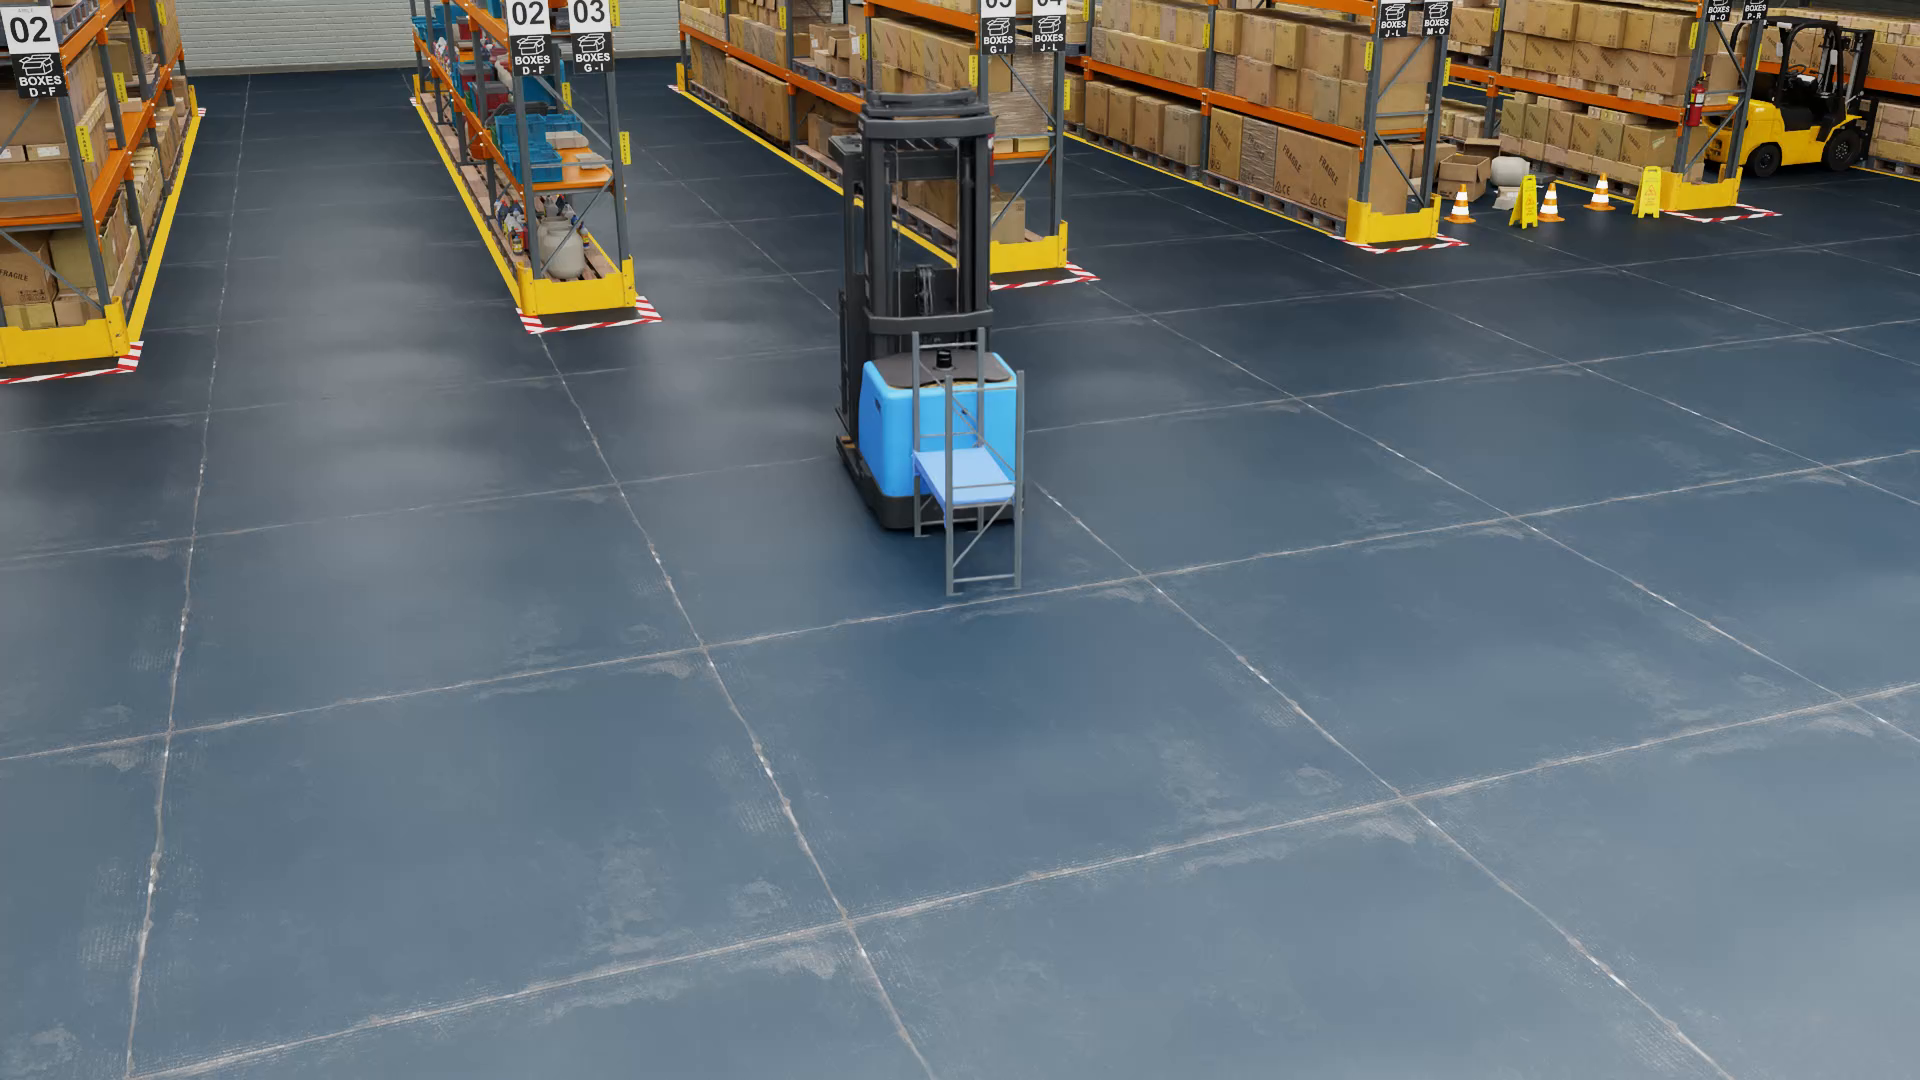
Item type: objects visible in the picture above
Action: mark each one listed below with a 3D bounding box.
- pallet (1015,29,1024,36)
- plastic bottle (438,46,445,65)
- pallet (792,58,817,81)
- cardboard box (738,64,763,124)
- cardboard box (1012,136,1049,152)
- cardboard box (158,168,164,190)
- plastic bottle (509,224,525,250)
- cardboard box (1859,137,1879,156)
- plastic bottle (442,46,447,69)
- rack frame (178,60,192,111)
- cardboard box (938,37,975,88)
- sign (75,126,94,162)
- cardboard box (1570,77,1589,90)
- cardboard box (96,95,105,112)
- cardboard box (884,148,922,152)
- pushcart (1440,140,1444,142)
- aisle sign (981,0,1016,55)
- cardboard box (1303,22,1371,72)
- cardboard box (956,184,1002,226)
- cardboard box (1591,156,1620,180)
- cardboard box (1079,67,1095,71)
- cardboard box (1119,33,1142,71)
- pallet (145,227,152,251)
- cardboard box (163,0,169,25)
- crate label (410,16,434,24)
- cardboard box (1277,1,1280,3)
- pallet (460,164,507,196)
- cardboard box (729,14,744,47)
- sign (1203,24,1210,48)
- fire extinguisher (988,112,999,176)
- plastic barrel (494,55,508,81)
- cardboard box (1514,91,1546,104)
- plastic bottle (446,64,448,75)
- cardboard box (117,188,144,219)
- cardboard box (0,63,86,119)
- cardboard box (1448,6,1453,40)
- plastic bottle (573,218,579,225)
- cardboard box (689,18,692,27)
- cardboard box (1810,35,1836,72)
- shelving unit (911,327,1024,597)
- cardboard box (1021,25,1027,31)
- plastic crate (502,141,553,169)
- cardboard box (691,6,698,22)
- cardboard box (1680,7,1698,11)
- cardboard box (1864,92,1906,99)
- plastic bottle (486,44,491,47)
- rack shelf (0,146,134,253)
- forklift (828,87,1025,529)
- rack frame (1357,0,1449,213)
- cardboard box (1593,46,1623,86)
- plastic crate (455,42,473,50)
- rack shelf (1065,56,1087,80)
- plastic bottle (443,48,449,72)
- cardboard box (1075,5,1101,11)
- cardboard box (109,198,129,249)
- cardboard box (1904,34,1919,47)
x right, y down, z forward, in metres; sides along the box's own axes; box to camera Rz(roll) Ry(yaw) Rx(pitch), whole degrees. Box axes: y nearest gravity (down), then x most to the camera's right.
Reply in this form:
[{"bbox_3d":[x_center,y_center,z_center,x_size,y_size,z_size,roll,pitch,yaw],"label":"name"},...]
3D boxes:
[{"bbox_3d":[1.244,-9.121,29.776,1.003,0.211,1.213,-8,24,-19],"label":"pallet"},{"bbox_3d":[-8.066,-7.570,26.008,0.152,0.276,0.135,-8,24,-19],"label":"plastic bottle"},{"bbox_3d":[-1.802,-7.077,24.927,1.213,0.211,1.003,-8,24,-19],"label":"pallet"},{"bbox_3d":[-3.005,-7.524,27.933,1.225,0.875,0.875,-9,25,-21],"label":"cardboard box"},{"bbox_3d":[0.795,-4.524,18.945,0.380,0.149,0.250,-8,24,-19],"label":"cardboard box"},{"bbox_3d":[-11.008,-4.821,22.326,0.500,0.250,0.500,-8,24,-18],"label":"cardboard box"},{"bbox_3d":[-5.083,-3.474,19.071,0.152,0.276,0.135,-8,24,-19],"label":"plastic bottle"},{"bbox_3d":[13.790,-5.964,25.038,0.500,0.250,0.500,-8,24,-18],"label":"cardboard box"},{"bbox_3d":[-7.862,-7.391,25.487,0.144,0.351,0.185,-8,24,-19],"label":"plastic bottle"},{"bbox_3d":[-14.248,-8.959,29.144,1.000,3.000,0.127,-8,24,-19],"label":"rack frame"},{"bbox_3d":[0.065,-5.494,19.124,0.500,0.500,0.500,-8,24,-19],"label":"cardboard box"},{"bbox_3d":[-8.075,-3.655,15.343,0.100,0.325,0.005,-8,24,-19],"label":"sign"},{"bbox_3d":[8.900,-6.488,23.606,0.380,0.149,0.250,-8,24,-19],"label":"cardboard box"},{"bbox_3d":[-9.627,-4.784,18.276,0.380,0.149,0.250,-9,24,-20],"label":"cardboard box"},{"bbox_3d":[-0.937,-5.234,22.957,0.700,0.500,0.500,-10,25,-23],"label":"cardboard box"},{"bbox_3d":[6.416,-5.777,24.971,1.648,0.377,0.936,-18,29,-37],"label":"pushcart"},{"bbox_3d":[0.414,-5.638,17.917,0.394,0.787,0.004,-8,24,-19],"label":"aisle sign"},{"bbox_3d":[4.903,-6.263,21.165,0.875,0.550,0.550,-8,24,-19],"label":"cardboard box"},{"bbox_3d":[0.225,-3.987,20.025,0.500,0.500,0.500,-2,23,-5],"label":"cardboard box"},{"bbox_3d":[9.231,-5.236,23.310,0.500,0.250,0.500,-8,24,-19],"label":"cardboard box"},{"bbox_3d":[2.326,-7.909,28.365,0.500,0.250,0.500,-9,24,-20],"label":"cardboard box"},{"bbox_3d":[2.789,-7.532,25.630,0.500,0.500,0.500,-8,24,-19],"label":"cardboard box"},{"bbox_3d":[-10.306,-3.576,19.963,1.003,0.211,1.213,-8,24,-19],"label":"pallet"},{"bbox_3d":[-13.102,-8.597,26.868,0.500,0.500,0.500,-9,25,-21],"label":"cardboard box"},{"bbox_3d":[-9.834,-9.453,30.454,0.416,0.233,0.303,-8,24,-19],"label":"crate label"},{"bbox_3d":[5.972,-10.167,30.594,0.500,0.500,0.500,-9,24,-20],"label":"cardboard box"},{"bbox_3d":[-6.549,-5.159,23.718,1.003,0.211,1.213,-8,24,-19],"label":"pallet"},{"bbox_3d":[-3.638,-8.708,28.420,0.500,0.500,0.500,-8,24,-19],"label":"cardboard box"},{"bbox_3d":[3.432,-7.020,23.154,0.100,0.325,0.005,-8,24,-19],"label":"sign"},{"bbox_3d":[0.282,-4.363,18.339,0.296,0.674,0.183,-8,24,-19],"label":"fire extinguisher"},{"bbox_3d":[-6.224,-6.438,23.018,0.421,0.512,0.421,0,23,0],"label":"plastic barrel"},{"bbox_3d":[8.475,-6.582,24.704,0.380,0.149,0.250,-8,24,-18],"label":"cardboard box"},{"bbox_3d":[-7.640,-7.068,24.913,0.097,0.201,0.097,0,23,0],"label":"plastic bottle"},{"bbox_3d":[-9.922,-3.968,19.580,0.500,0.311,0.500,-8,24,-19],"label":"cardboard box"},{"bbox_3d":[-9.314,-4.535,16.850,0.700,0.500,0.500,-8,24,-19],"label":"cardboard box"},{"bbox_3d":[7.800,-8.198,26.286,0.500,0.500,0.500,-7,24,-17],"label":"cardboard box"},{"bbox_3d":[-4.466,-3.632,19.451,0.097,0.271,0.097,0,23,0],"label":"plastic bottle"},{"bbox_3d":[-4.887,-9.746,31.335,0.380,0.149,0.250,-9,24,-20],"label":"cardboard box"},{"bbox_3d":[13.465,-7.477,25.499,0.500,0.500,0.500,-9,24,-20],"label":"cardboard box"},{"bbox_3d":[0.038,-0.538,11.094,0.538,1.500,1.048,-5,23,-12],"label":"shelving unit"},{"bbox_3d":[1.285,-8.905,28.799,0.380,0.149,0.250,-9,24,-20],"label":"cardboard box"},{"bbox_3d":[-4.641,-4.133,17.885,0.499,0.251,0.408,-8,24,-19],"label":"plastic crate"},{"bbox_3d":[-4.698,-9.802,30.955,0.500,0.250,0.500,-9,25,-21],"label":"cardboard box"},{"bbox_3d":[12.366,-8.898,28.035,0.380,0.149,0.250,-8,24,-19],"label":"cardboard box"},{"bbox_3d":[14.073,-6.685,25.460,0.500,0.250,0.500,-9,24,-20],"label":"cardboard box"},{"bbox_3d":[-7.451,-7.712,26.345,0.152,0.276,0.135,-8,24,-19],"label":"plastic bottle"},{"bbox_3d":[-9.302,-3.541,17.215,1.077,0.370,4.000,-8,24,-19],"label":"rack shelf"},{"bbox_3d":[-0.370,-1.974,12.660,1.130,2.935,3.031,-5,23,-12],"label":"forklift"},{"bbox_3d":[5.349,-5.147,20.100,1.000,3.000,0.127,-8,24,-19],"label":"rack frame"},{"bbox_3d":[9.148,-6.571,22.965,0.500,0.500,0.500,-8,24,-19],"label":"cardboard box"},{"bbox_3d":[-8.231,-8.279,27.793,0.396,0.136,0.243,-8,24,-19],"label":"plastic crate"},{"bbox_3d":[1.816,-8.449,28.861,1.077,0.370,4.000,-8,24,-19],"label":"rack shelf"},{"bbox_3d":[-7.750,-7.275,25.212,0.144,0.351,0.185,-8,24,-19],"label":"plastic bottle"},{"bbox_3d":[2.170,-8.982,28.215,0.380,0.149,0.250,-7,24,-17],"label":"cardboard box"},{"bbox_3d":[-9.295,-3.368,17.913,0.500,0.500,0.500,-8,24,-19],"label":"cardboard box"},{"bbox_3d":[13.972,-7.261,24.152,0.380,0.149,0.250,-9,24,-19],"label":"cardboard box"}]
